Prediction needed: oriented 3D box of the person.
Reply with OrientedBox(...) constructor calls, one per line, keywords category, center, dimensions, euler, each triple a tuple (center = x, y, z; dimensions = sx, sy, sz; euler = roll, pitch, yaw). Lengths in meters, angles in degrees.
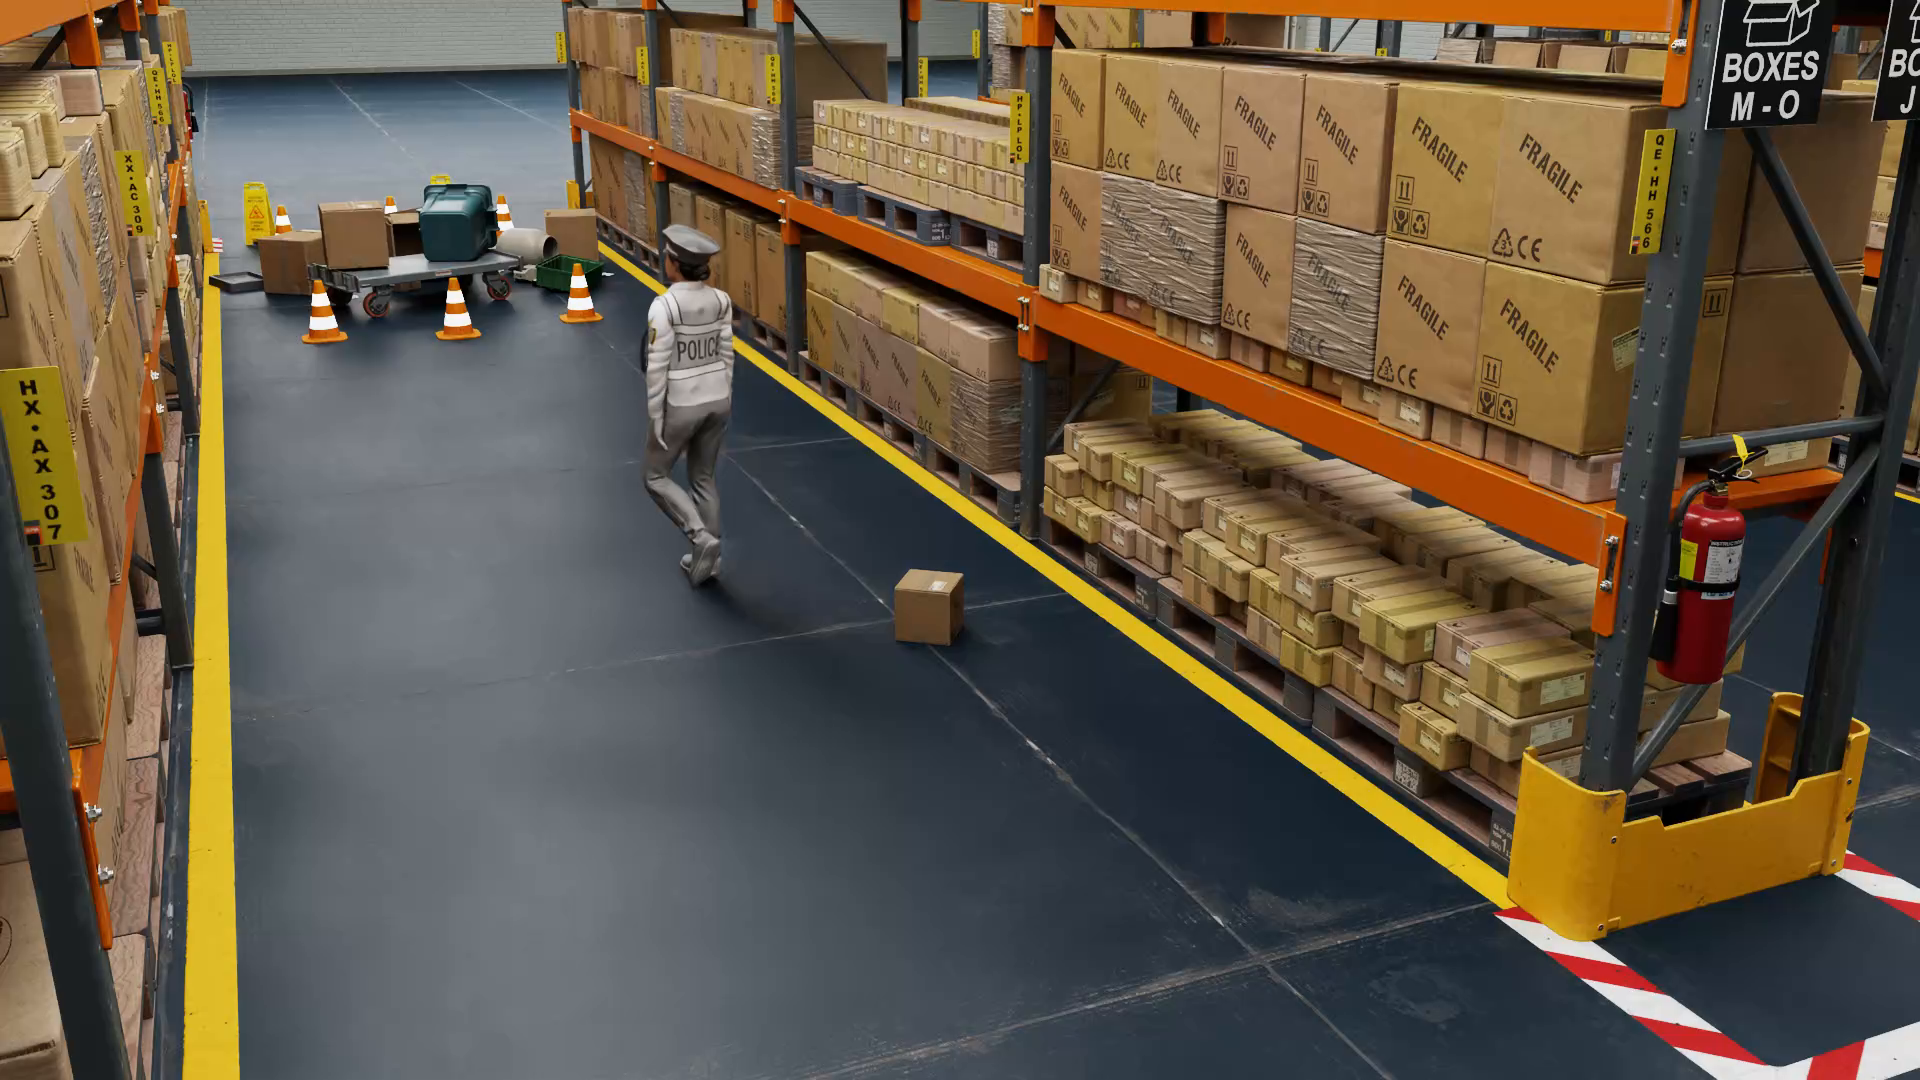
OrientedBox(category="person", center=(-1.227, -0.609, 7.716), dimensions=(0.487, 1.679, 0.470), euler=(-17, 25, -41))
